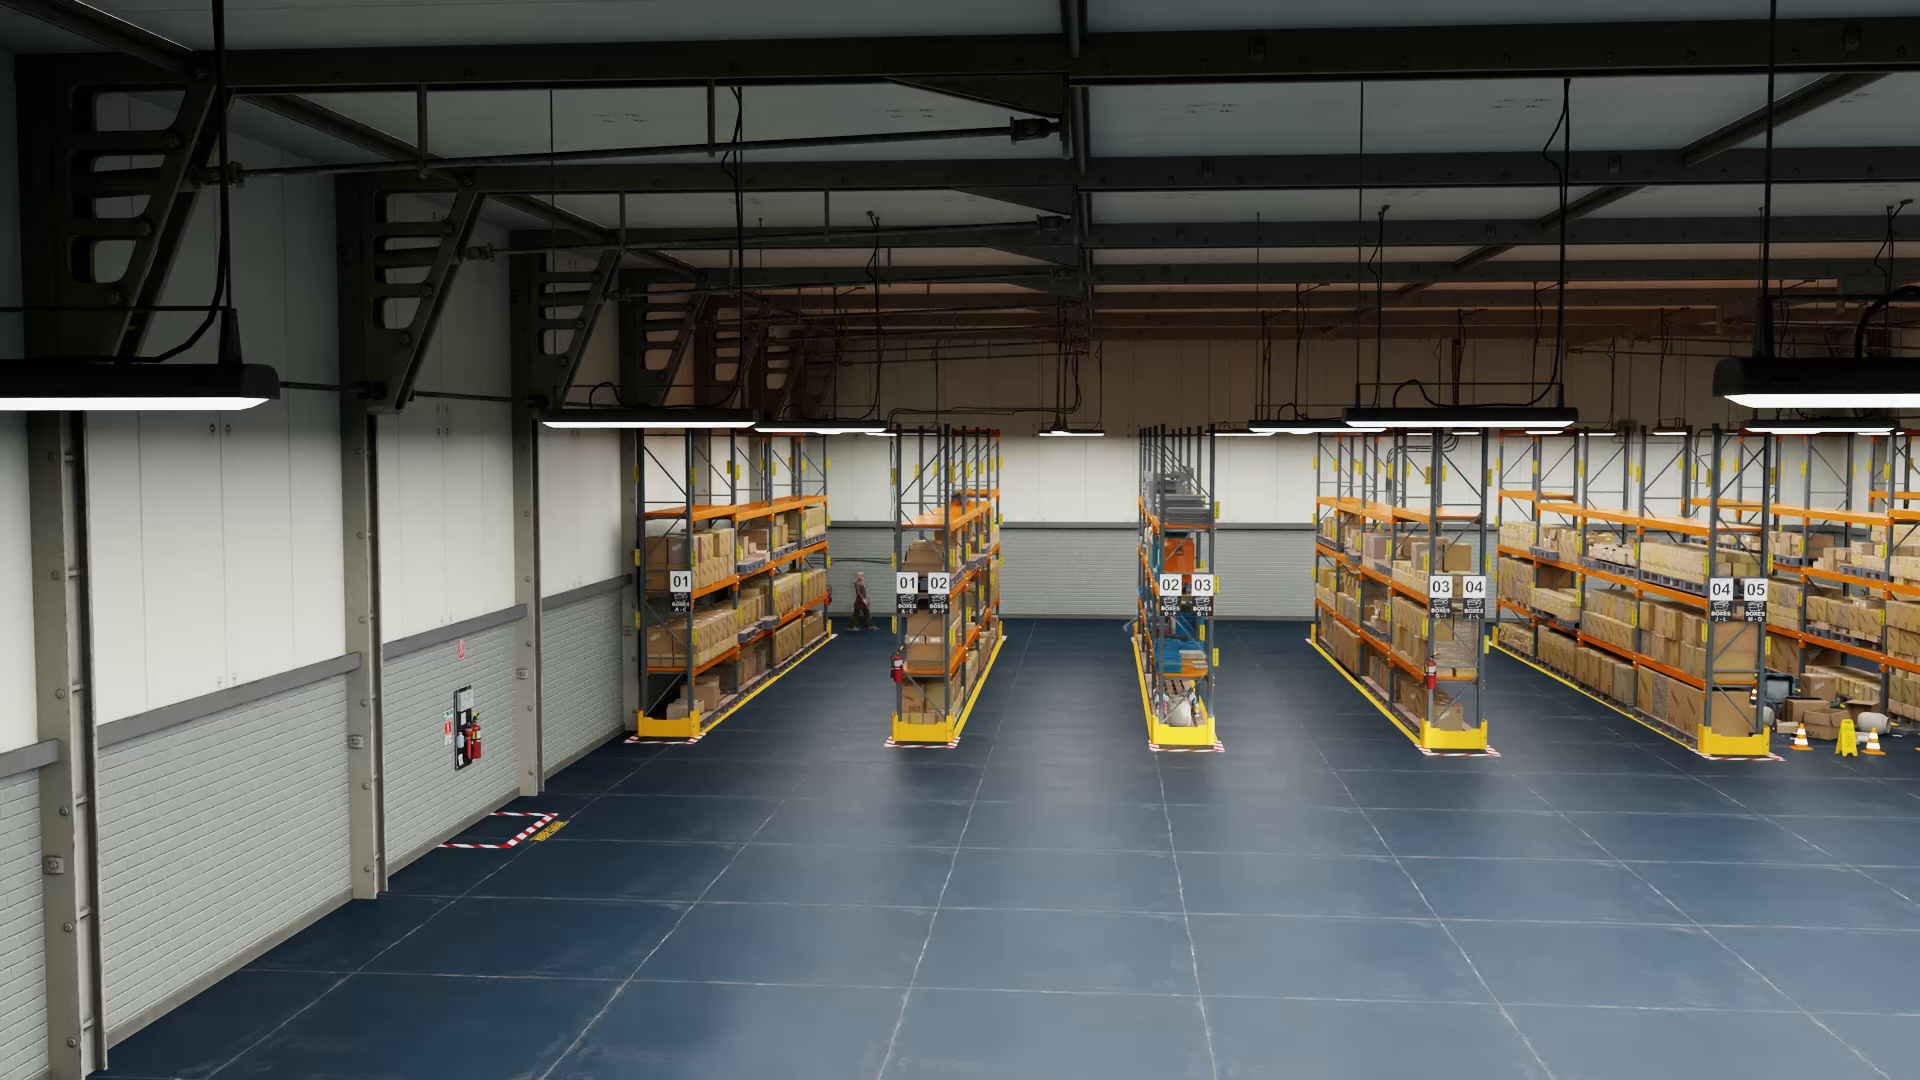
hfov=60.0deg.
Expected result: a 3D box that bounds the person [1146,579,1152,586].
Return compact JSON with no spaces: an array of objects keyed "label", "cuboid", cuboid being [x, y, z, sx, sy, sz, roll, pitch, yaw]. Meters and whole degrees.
[{"label":"person","cuboid":[5.486,1.944,48.362,0.477,1.679,0.426,-1,4,-9]}]

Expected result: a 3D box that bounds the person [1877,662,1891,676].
[{"label":"person","cuboid":[21.853,2.427,39.376,0.598,1.791,0.491,-3,5,-44]}]

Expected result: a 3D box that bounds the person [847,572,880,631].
[{"label":"person","cuboid":[-2.861,1.825,49.265,0.993,1.753,0.705,-1,4,-9]}]
